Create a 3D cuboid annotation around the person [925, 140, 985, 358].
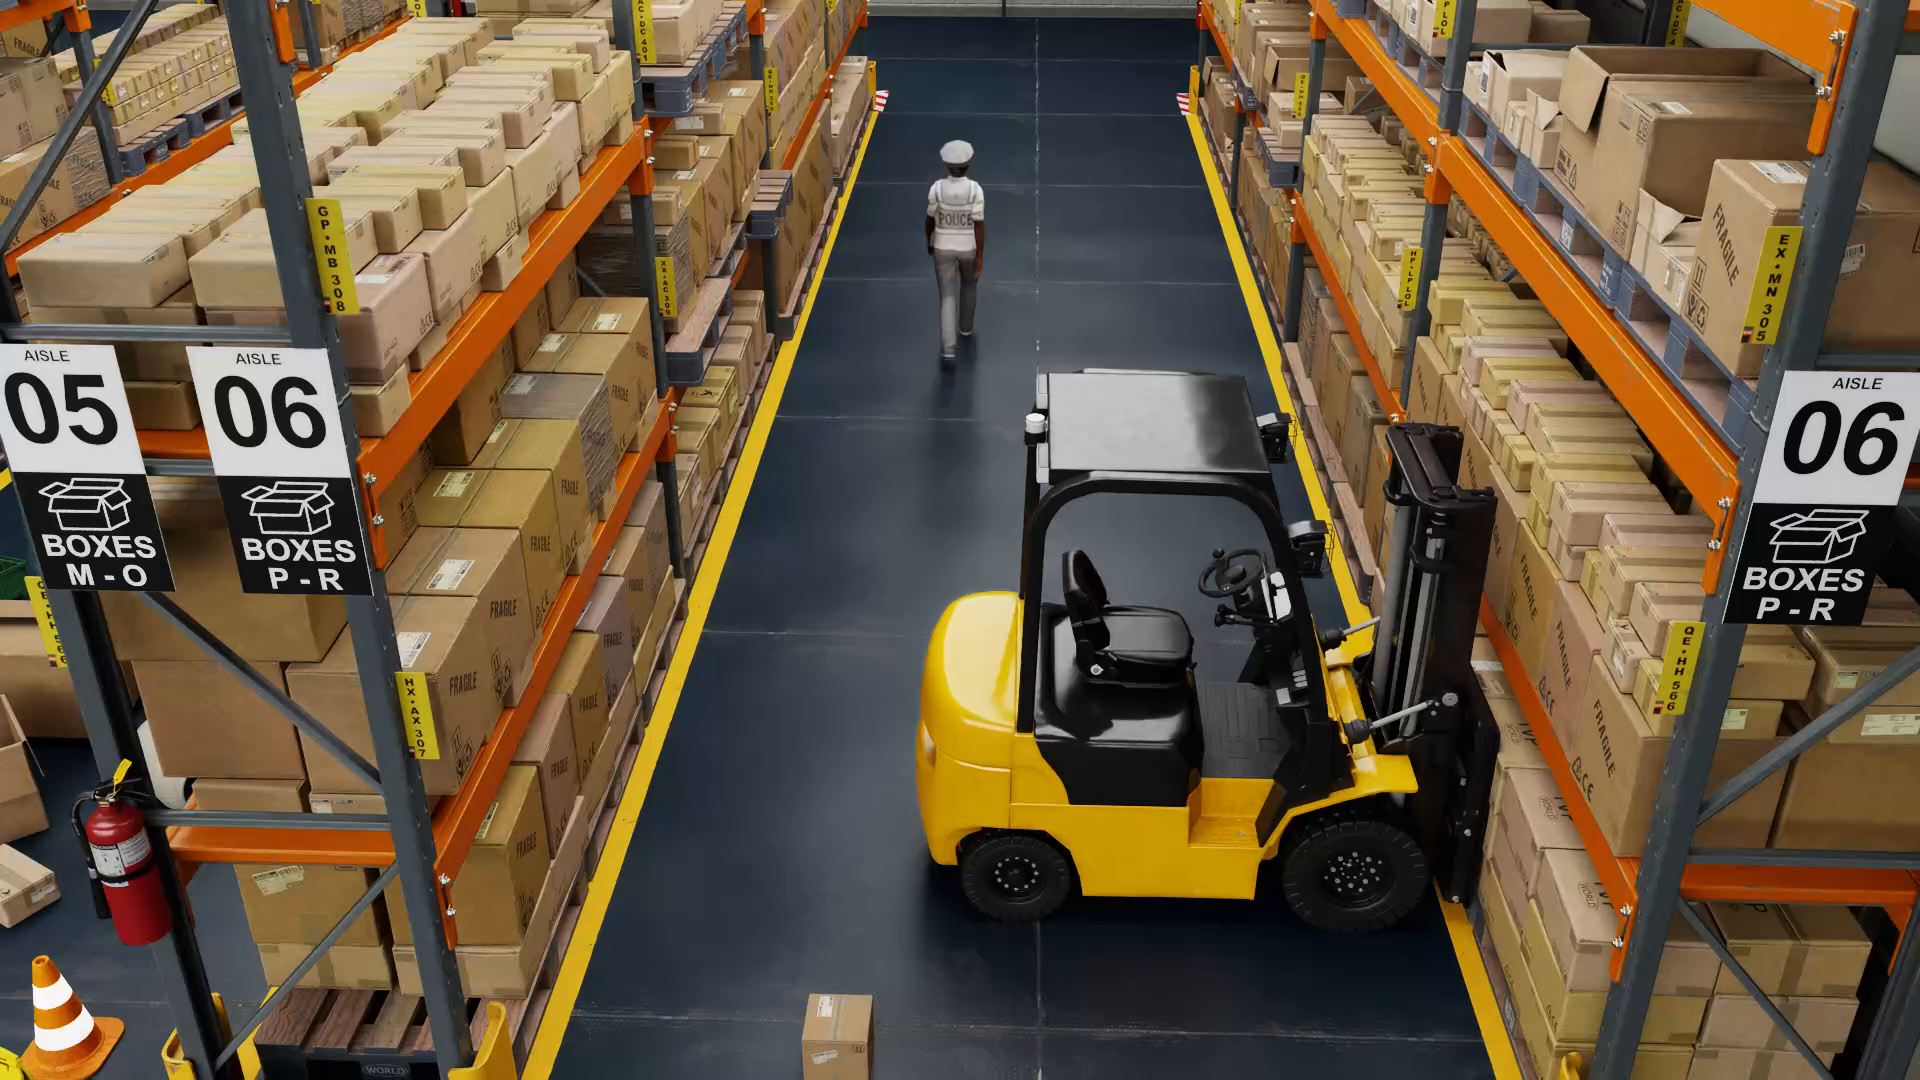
[{"bbox_3d":[-0.041,-2.271,12.829,0.457,1.638,0.977,0,28,-1],"label":"person"}]
